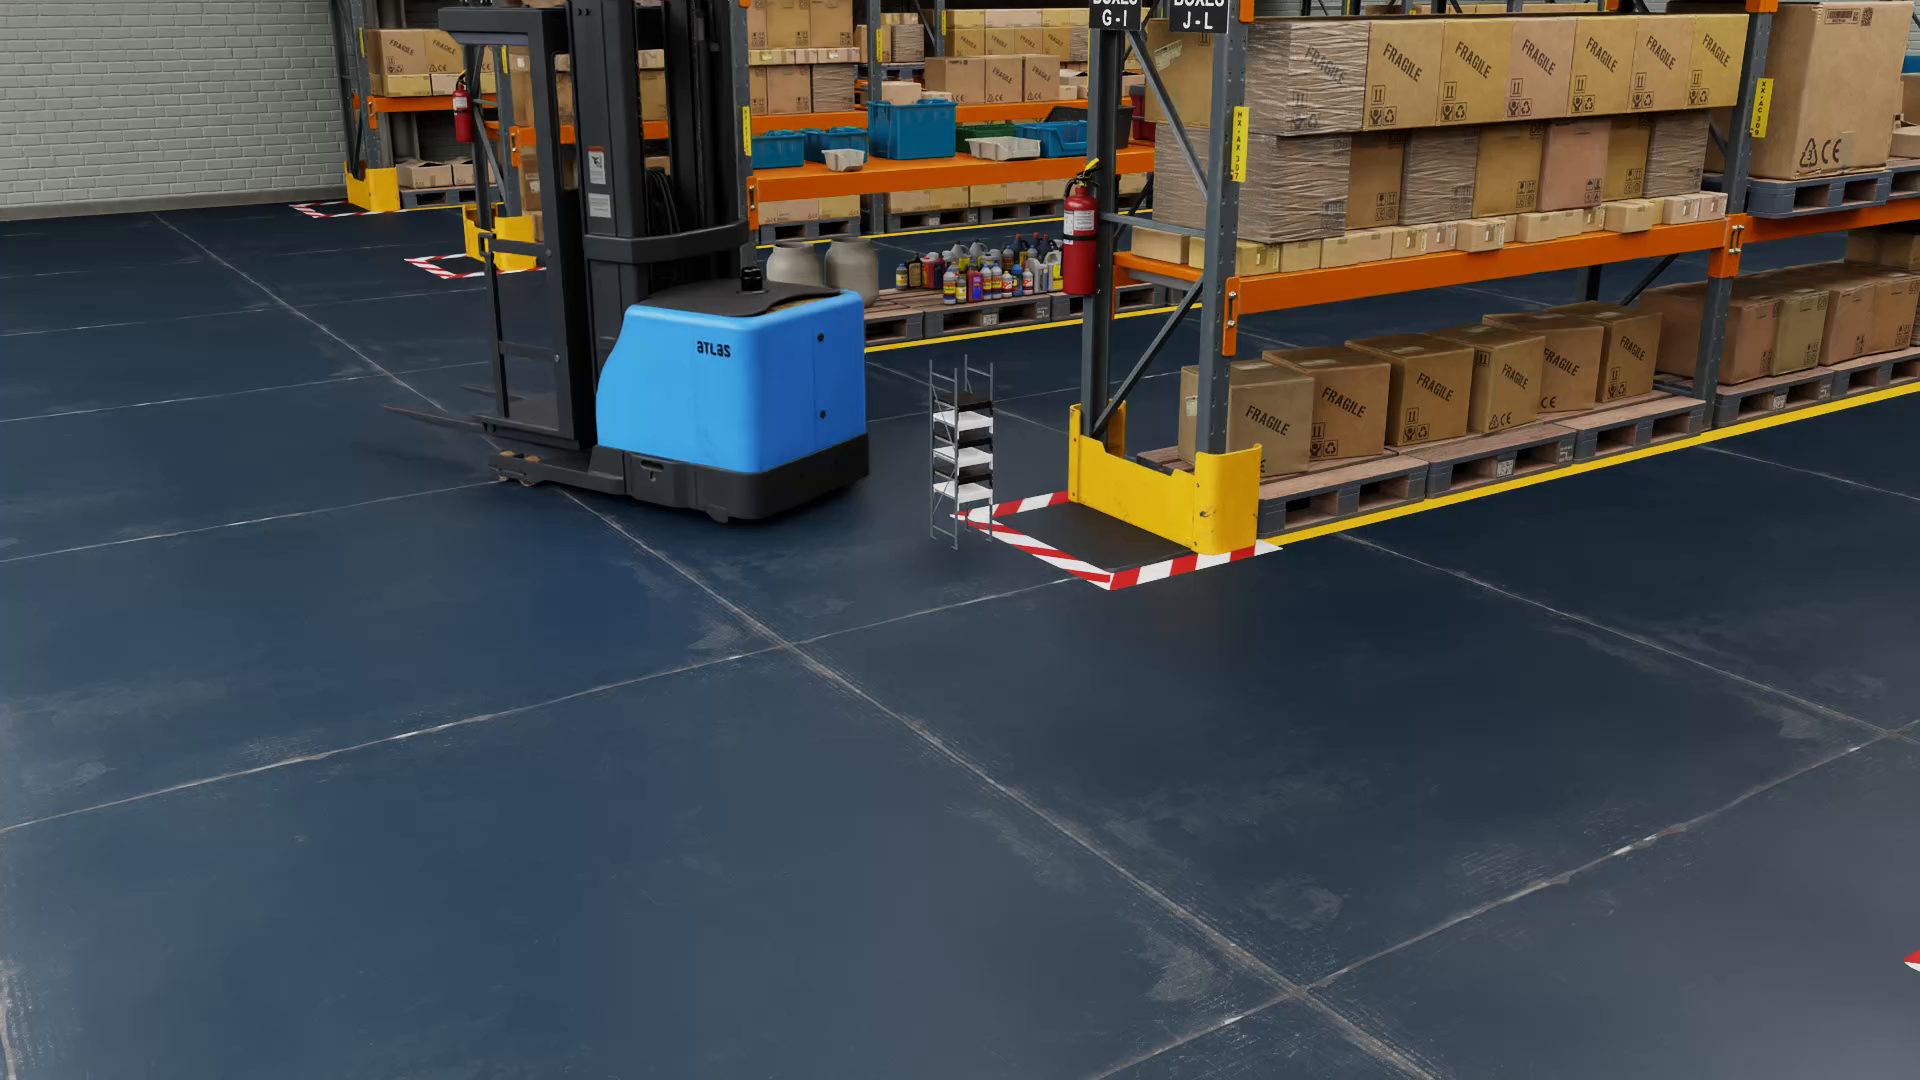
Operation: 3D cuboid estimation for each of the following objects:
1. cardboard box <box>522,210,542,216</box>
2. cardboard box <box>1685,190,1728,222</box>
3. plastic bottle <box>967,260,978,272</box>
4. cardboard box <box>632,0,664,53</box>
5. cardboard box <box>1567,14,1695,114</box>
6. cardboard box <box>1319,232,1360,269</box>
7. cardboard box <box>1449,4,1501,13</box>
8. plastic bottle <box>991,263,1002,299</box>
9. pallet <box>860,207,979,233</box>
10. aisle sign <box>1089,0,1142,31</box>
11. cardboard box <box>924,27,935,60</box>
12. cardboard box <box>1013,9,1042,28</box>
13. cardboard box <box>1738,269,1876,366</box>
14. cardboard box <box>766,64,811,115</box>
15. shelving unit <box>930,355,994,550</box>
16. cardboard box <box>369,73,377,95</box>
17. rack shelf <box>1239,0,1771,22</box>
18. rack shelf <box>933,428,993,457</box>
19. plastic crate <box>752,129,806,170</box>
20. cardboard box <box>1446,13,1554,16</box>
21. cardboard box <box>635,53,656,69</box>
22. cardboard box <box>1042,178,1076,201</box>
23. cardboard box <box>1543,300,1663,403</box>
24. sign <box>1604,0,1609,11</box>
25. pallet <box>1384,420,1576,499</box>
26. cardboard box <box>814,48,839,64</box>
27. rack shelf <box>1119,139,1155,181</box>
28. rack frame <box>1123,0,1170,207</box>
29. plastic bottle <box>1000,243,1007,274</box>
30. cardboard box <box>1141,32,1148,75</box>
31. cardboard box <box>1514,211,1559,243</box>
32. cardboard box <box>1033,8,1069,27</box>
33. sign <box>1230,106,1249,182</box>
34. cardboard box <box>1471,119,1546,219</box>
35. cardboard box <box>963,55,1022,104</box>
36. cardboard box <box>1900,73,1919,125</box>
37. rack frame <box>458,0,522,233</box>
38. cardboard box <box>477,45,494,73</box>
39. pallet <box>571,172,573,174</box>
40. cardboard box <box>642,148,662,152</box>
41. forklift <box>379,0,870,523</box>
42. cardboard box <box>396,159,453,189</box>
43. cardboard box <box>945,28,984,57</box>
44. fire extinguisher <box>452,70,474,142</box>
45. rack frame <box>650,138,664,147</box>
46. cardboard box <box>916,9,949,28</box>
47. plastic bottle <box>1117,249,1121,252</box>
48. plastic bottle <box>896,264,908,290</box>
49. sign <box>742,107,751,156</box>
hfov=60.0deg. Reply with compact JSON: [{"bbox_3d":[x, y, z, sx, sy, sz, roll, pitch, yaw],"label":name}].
[{"bbox_3d":[-4.205,-3.232,16.759,0.500,0.250,0.500,-12,22,-31],"label":"cardboard box"},{"bbox_3d":[4.277,-1.981,9.813,0.250,0.149,0.380,-12,22,-31],"label":"cardboard box"},{"bbox_3d":[0.104,-2.227,13.832,0.097,0.201,0.097,0,19,0],"label":"plastic bottle"},{"bbox_3d":[-3.193,-5.095,16.451,0.500,0.500,0.700,-12,22,-31],"label":"cardboard box"},{"bbox_3d":[3.654,-2.637,9.180,0.500,0.500,0.500,-12,22,-31],"label":"cardboard box"},{"bbox_3d":[1.760,-1.458,8.267,0.250,0.149,0.380,-12,22,-31],"label":"cardboard box"},{"bbox_3d":[6.940,-6.986,22.508,0.500,0.500,0.500,-13,22,-33],"label":"cardboard box"},{"bbox_3d":[0.286,-2.067,13.247,0.097,0.271,0.097,0,19,0],"label":"plastic bottle"},{"bbox_3d":[-0.556,-3.686,18.818,1.213,0.211,1.003,-12,22,-31],"label":"pallet"},{"bbox_3d":[0.738,-2.813,7.822,0.004,0.787,0.394,-12,22,-31],"label":"aisle sign"},{"bbox_3d":[-0.287,-7.247,24.346,0.500,0.500,0.500,-12,22,-31],"label":"cardboard box"},{"bbox_3d":[0.848,-7.644,24.348,0.500,0.250,0.500,-12,22,-31],"label":"cardboard box"},{"bbox_3d":[5.696,-1.521,11.275,0.500,0.500,0.700,-14,23,-36],"label":"cardboard box"},{"bbox_3d":[-1.954,-4.740,17.425,0.500,0.500,0.700,-12,22,-32],"label":"cardboard box"},{"bbox_3d":[0.007,-0.428,8.105,0.210,0.900,0.258,-12,22,-31],"label":"shelving unit"},{"bbox_3d":[-6.934,-5.559,20.208,0.500,0.250,0.500,-12,22,-31],"label":"cardboard box"},{"bbox_3d":[2.625,-2.944,8.710,4.000,0.370,1.077,-12,22,-31],"label":"rack shelf"},{"bbox_3d":[0.007,-0.481,8.087,0.200,0.077,0.258,-12,22,-31],"label":"rack shelf"},{"bbox_3d":[-1.516,-2.934,12.473,0.616,0.251,0.499,-12,22,-31],"label":"plastic crate"},{"bbox_3d":[2.945,-2.691,9.338,0.500,0.500,0.500,-12,22,-31],"label":"cardboard box"},{"bbox_3d":[-3.183,-4.711,16.326,0.250,0.149,0.380,-13,23,-33],"label":"cardboard box"},{"bbox_3d":[1.035,-4.130,19.416,0.500,0.250,0.500,-11,22,-30],"label":"cardboard box"},{"bbox_3d":[3.939,-1.171,10.274,0.500,0.500,0.500,-13,22,-33],"label":"cardboard box"},{"bbox_3d":[9.161,-7.527,23.524,0.005,0.325,0.100,-12,22,-31],"label":"sign"},{"bbox_3d":[2.734,-0.552,9.547,1.213,0.211,1.003,-12,22,-31],"label":"pallet"},{"bbox_3d":[-1.467,-5.073,17.399,0.250,0.149,0.380,-12,22,-33],"label":"cardboard box"},{"bbox_3d":[3.242,-3.553,15.193,4.000,0.370,1.077,-12,22,-31],"label":"rack shelf"},{"bbox_3d":[2.191,-5.571,20.041,0.127,3.000,1.000,-12,22,-31],"label":"rack frame"},{"bbox_3d":[0.351,-2.381,14.157,0.133,0.283,0.061,-11,21,-29],"label":"plastic bottle"},{"bbox_3d":[2.655,-5.959,20.375,0.700,0.500,0.500,14,23,35],"label":"cardboard box"},{"bbox_3d":[3.017,-1.721,9.043,0.250,0.149,0.380,-12,22,-31],"label":"cardboard box"},{"bbox_3d":[1.271,-7.735,24.619,0.500,0.250,0.500,-12,22,-33],"label":"cardboard box"},{"bbox_3d":[1.253,-1.777,7.465,0.005,0.325,0.100,-12,22,-31],"label":"sign"},{"bbox_3d":[2.646,-2.071,9.067,0.500,0.500,0.875,-12,22,-31],"label":"cardboard box"},{"bbox_3d":[0.359,-5.226,18.864,0.500,0.500,0.500,-12,22,-31],"label":"cardboard box"},{"bbox_3d":[6.796,-2.936,11.435,0.500,0.500,0.700,-8,20,-23],"label":"cardboard box"},{"bbox_3d":[-4.490,-4.162,15.873,0.127,3.000,1.000,-12,22,-31],"label":"rack frame"},{"bbox_3d":[-5.801,-5.958,20.216,0.500,0.500,0.500,-13,22,-33],"label":"cardboard box"},{"bbox_3d":[-4.419,-4.742,21.943,1.213,0.211,1.003,-12,22,-31],"label":"pallet"},{"bbox_3d":[-3.379,-3.768,17.173,0.500,0.500,0.500,-12,22,-31],"label":"cardboard box"},{"bbox_3d":[-2.013,-1.810,9.023,3.031,2.935,1.130,12,22,31],"label":"forklift"},{"bbox_3d":[-6.591,-4.519,20.440,0.500,0.311,0.500,-15,24,-37],"label":"cardboard box"},{"bbox_3d":[0.010,-7.111,23.942,0.500,0.500,0.500,-11,22,-30],"label":"cardboard box"},{"bbox_3d":[-4.845,-4.229,16.191,0.183,0.674,0.296,-12,22,-31],"label":"fire extinguisher"},{"bbox_3d":[-3.877,-6.191,21.874,0.127,3.000,1.000,-12,22,-31],"label":"rack frame"},{"bbox_3d":[-0.300,-7.598,24.213,0.500,0.250,0.500,-11,22,-30],"label":"cardboard box"},{"bbox_3d":[1.351,-2.290,13.889,0.133,0.283,0.061,-11,21,-29],"label":"plastic bottle"},{"bbox_3d":[-0.477,-2.160,13.633,0.097,0.201,0.097,0,19,0],"label":"plastic bottle"},{"bbox_3d":[-1.470,-2.820,11.470,0.005,0.325,0.100,-12,22,-31],"label":"sign"}]
